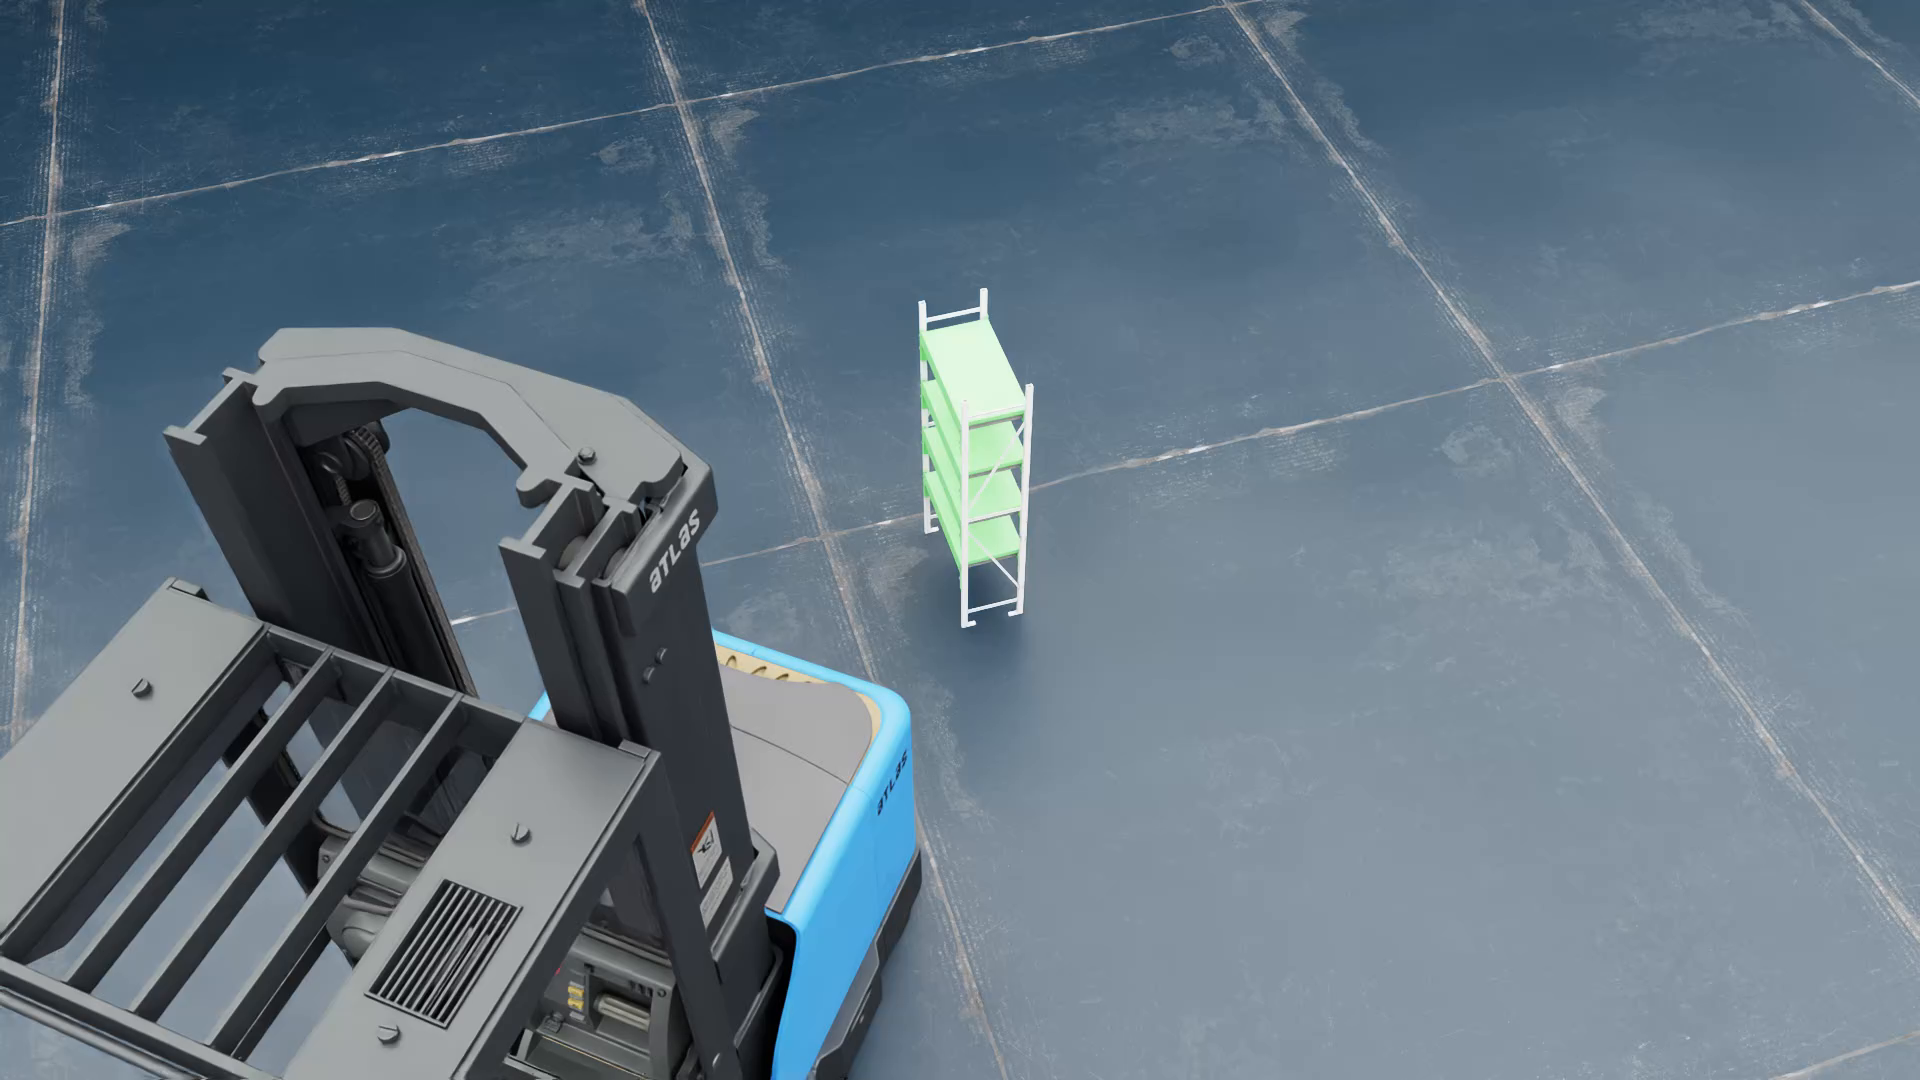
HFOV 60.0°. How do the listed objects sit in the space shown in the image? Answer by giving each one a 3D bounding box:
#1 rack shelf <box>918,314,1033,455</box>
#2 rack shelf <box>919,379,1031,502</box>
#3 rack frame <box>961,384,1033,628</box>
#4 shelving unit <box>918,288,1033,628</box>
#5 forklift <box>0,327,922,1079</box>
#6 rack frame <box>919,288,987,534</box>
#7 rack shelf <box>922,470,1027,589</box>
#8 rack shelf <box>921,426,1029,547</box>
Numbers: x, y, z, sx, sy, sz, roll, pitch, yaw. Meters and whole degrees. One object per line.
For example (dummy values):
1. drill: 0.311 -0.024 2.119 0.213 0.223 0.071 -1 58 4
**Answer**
1. rack shelf: 0.049 -0.534 5.661 0.258 0.148 0.480 -13 51 -11
2. rack shelf: 0.049 -0.379 5.844 0.258 0.148 0.480 -13 51 -11
3. rack frame: 0.121 -0.088 5.829 0.240 1.200 0.015 -13 51 -11
4. shelving unit: 0.049 -0.266 5.979 0.258 1.200 0.503 -13 51 -11
5. forklift: -1.149 1.103 3.693 1.130 2.935 3.031 17 52 14
6. rack frame: -0.023 -0.444 6.129 0.240 1.200 0.015 -13 51 -11
7. rack shelf: 0.049 -0.070 6.211 0.258 0.148 0.480 -13 51 -11
8. rack shelf: 0.049 -0.225 6.028 0.258 0.148 0.480 -13 51 -11
